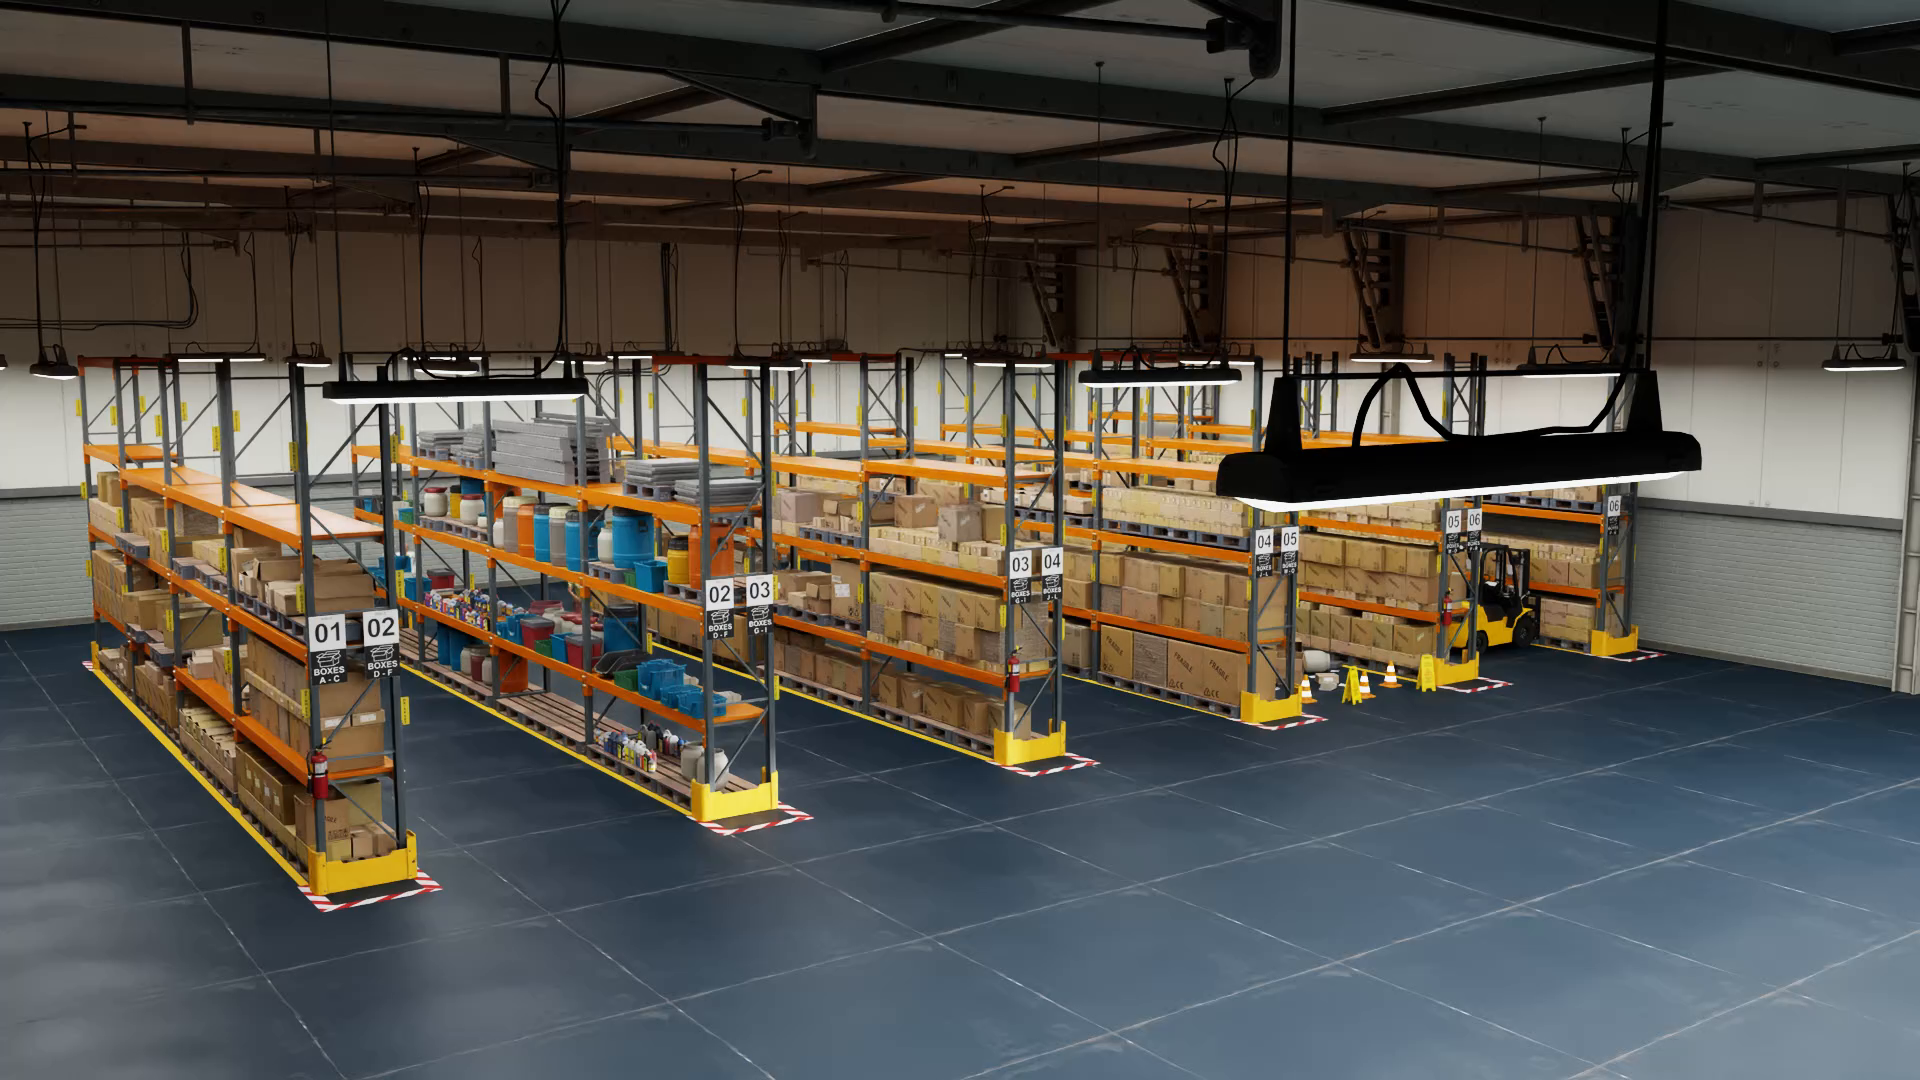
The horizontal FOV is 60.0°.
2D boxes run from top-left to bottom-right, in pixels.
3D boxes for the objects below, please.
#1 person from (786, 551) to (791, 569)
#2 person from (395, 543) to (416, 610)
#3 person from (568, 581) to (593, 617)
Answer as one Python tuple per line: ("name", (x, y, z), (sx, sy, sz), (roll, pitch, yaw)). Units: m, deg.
("person", (-3.724, 1.048, 37.183), (0.373, 1.597, 0.445), (1, 7, 8))
("person", (-12.785, 0.873, 38.234), (0.730, 1.683, 0.662), (-4, 8, -27))
("person", (-8.032, 1.282, 35.240), (0.596, 1.580, 0.688), (-3, 8, -25))
